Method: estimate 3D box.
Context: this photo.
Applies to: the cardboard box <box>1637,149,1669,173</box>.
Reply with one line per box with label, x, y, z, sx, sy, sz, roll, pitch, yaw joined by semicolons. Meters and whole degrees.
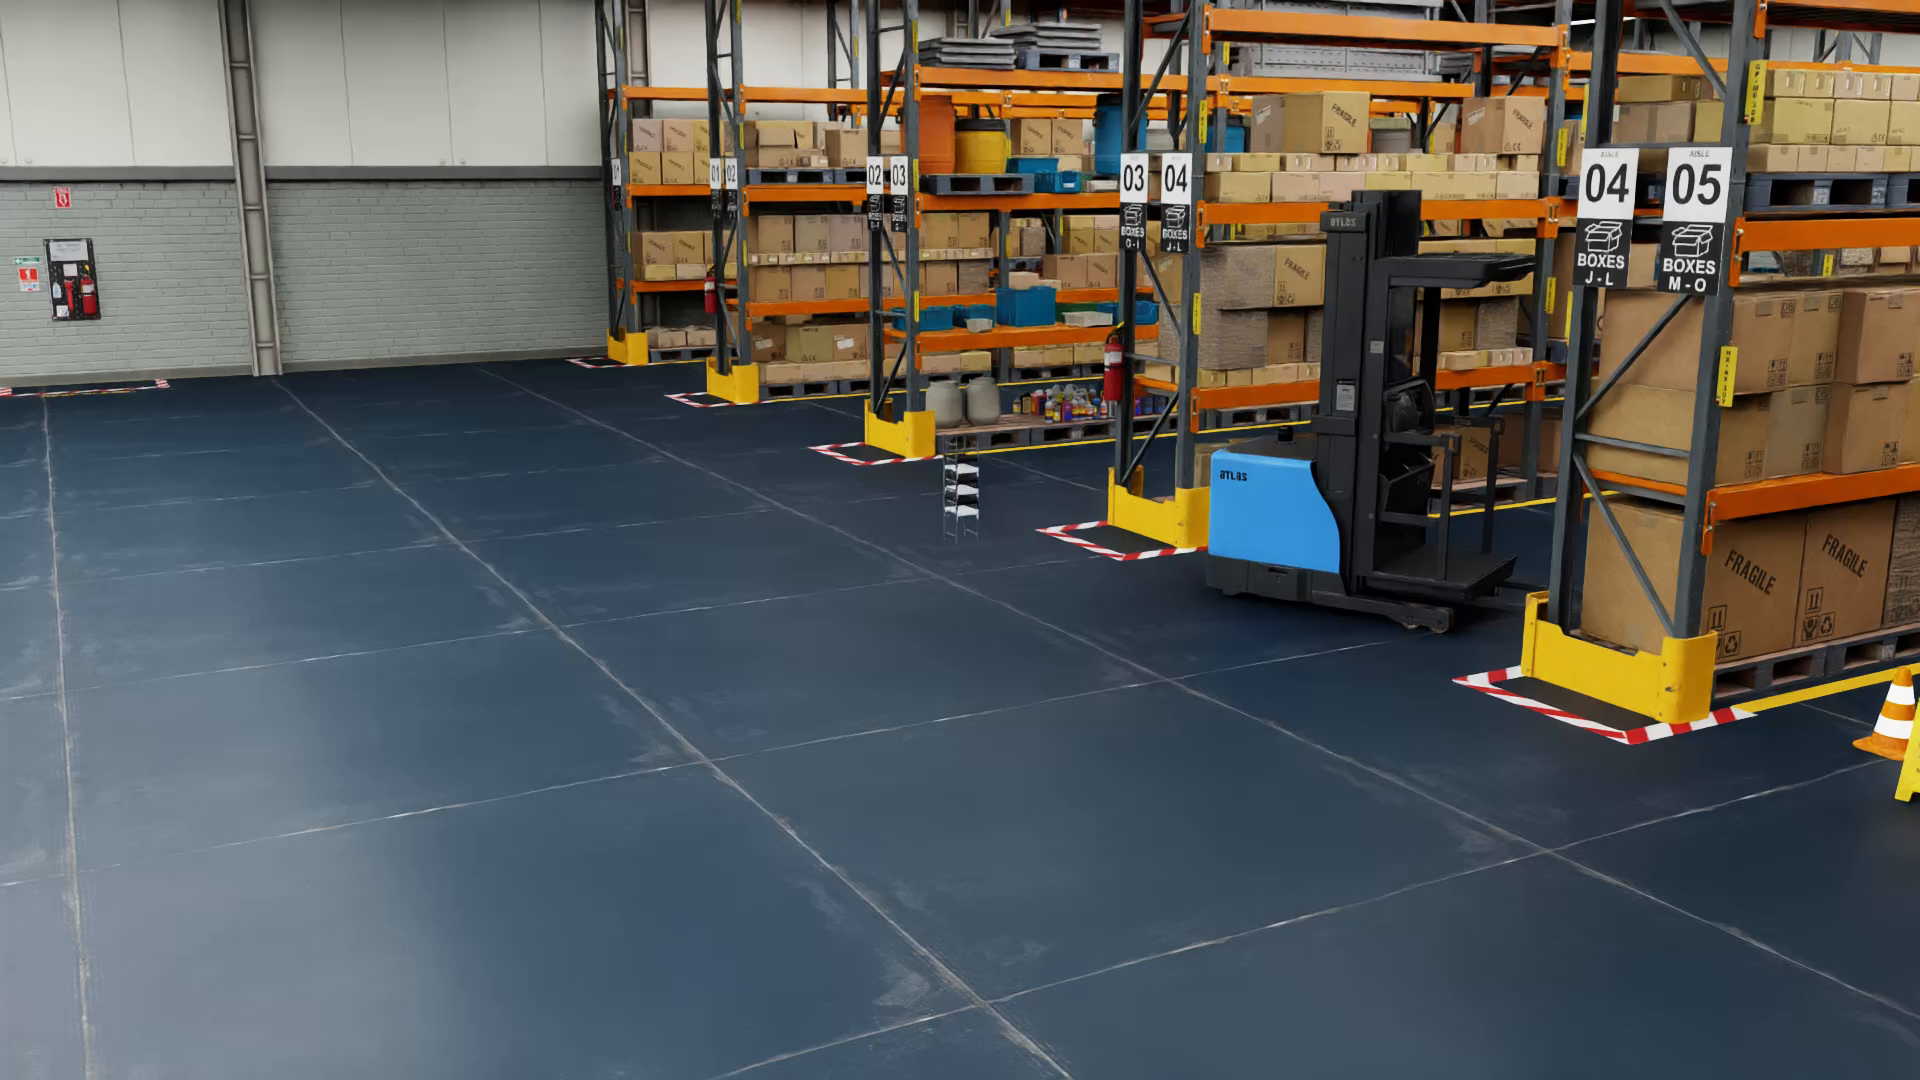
cardboard box;4.068;-2.238;9.777;0.250;0.149;0.380;-7;14;-28

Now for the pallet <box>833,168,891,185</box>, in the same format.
pallet;-1.387;-5.038;23.033;1.213;0.211;1.003;-7;14;-28

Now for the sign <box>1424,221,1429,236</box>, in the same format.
sign;7.710;-5.140;27.479;0.005;0.325;0.100;-7;14;-28

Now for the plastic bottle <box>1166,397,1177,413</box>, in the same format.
plastic bottle;2.525;-1.660;19.839;0.133;0.283;0.061;-6;14;-25

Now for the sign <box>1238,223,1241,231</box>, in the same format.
sign;5.332;-6.058;31.741;0.005;0.325;0.100;-7;14;-28

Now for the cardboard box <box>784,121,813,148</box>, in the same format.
cardboard box;-2.746;-6.639;27.394;0.500;0.500;0.500;-6;14;-25

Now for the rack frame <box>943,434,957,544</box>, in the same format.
rack frame;-0.082;-0.429;13.967;0.006;0.900;0.240;-7;14;-28

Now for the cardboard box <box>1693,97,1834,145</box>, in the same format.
cardboard box;4.486;-2.333;9.294;0.500;0.250;0.500;-7;14;-28

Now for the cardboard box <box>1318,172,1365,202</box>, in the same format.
cardboard box;3.084;-3.007;14.151;0.500;0.250;0.500;-7;14;-28

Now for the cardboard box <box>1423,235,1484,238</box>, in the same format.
cardboard box;4.645;-2.614;15.709;0.500;0.500;0.500;-7;14;-28

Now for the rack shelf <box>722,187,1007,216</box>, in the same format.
rack shelf;-1.337;-4.742;23.154;4.000;0.370;1.077;-7;14;-28

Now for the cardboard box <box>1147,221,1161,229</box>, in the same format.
cardboard box;3.428;-5.947;31.046;0.500;0.250;0.500;-7;15;-29

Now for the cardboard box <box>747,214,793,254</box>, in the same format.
cardboard box;-2.630;-4.153;22.548;0.500;0.500;0.700;-7;14;-28

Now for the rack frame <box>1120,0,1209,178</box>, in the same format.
rack frame;1.651;-4.436;13.326;0.127;3.000;1.000;-7;14;-28

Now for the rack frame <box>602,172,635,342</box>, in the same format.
rack frame;-5.469;-4.373;26.710;0.127;3.000;1.000;-7;14;-28

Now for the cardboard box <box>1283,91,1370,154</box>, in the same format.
cardboard box;3.084;-3.515;14.020;0.500;0.500;0.500;-7;14;-28

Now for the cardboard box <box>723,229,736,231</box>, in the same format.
cardboard box;-3.817;-4.926;27.752;0.500;0.500;0.500;-7;14;-27

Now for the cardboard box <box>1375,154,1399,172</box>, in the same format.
cardboard box;3.582;-3.274;14.428;0.250;0.149;0.380;-7;15;-30

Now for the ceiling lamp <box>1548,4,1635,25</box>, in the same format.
ceiling lamp;12.141;-11.627;31.982;0.800;3.185;2.000;-7;14;-28

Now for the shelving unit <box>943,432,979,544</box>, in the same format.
shelving unit;0.007;-0.440;14.014;0.210;0.900;0.258;-7;14;-28

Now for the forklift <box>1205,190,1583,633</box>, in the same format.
forklift;3.319;-0.930;11.568;3.031;2.935;1.130;9;15;33

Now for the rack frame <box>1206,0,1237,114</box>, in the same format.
rack frame;3.930;-7.187;25.551;0.127;3.000;1.000;-7;14;-28

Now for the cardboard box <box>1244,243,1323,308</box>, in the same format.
cardboard box;2.707;-2.248;14.083;0.500;0.500;0.500;-7;14;-28

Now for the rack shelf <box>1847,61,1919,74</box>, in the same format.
rack shelf;10.428;-4.942;18.124;4.000;0.370;1.077;-7;14;-28

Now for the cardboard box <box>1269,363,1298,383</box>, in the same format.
cardboard box;2.680;-1.447;14.281;0.250;0.149;0.380;-7;14;-28

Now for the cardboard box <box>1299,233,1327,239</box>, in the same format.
cardboard box;5.919;-4.737;27.143;0.500;0.500;0.700;-12;17;-42

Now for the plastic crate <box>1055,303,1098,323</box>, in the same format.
plastic crate;1.462;-2.693;19.727;0.662;0.188;0.450;-7;14;-28

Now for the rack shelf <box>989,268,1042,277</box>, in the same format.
rack shelf;-0.203;-4.654;29.594;4.000;0.370;1.077;-7;14;-28

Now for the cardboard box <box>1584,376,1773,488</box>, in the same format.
cardboard box;4.243;-0.664;9.886;0.550;0.550;0.875;-7;14;-28

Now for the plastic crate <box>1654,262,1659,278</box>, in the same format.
plastic crate;10.057;-3.863;24.341;0.575;0.384;0.392;-7;14;-28

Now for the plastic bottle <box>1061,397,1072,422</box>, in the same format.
plastic bottle;1.226;-1.505;19.147;0.133;0.283;0.061;-7;14;-27

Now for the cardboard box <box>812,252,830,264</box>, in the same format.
cardboard box;-1.972;-3.864;22.744;0.250;0.149;0.380;-7;14;-29

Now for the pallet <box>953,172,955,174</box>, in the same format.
pallet;-0.317;-5.165;23.599;1.213;0.211;1.003;-7;14;-28

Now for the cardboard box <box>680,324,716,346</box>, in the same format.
cardboard box;-4.318;-3.392;27.470;0.500;0.311;0.500;-6;14;-23

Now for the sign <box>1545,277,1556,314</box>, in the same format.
sign;5.429;-2.249;15.299;0.005;0.325;0.100;-7;14;-28

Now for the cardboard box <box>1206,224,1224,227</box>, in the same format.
cardboard box;4.776;-6.107;31.754;0.500;0.250;0.500;-6;14;-26

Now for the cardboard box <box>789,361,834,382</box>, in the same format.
cardboard box;-2.078;-2.349;23.023;0.500;0.250;0.500;-7;14;-28

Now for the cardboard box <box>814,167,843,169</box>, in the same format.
cardboard box;-2.285;-6.215;27.788;0.500;0.500;0.500;-6;14;-26

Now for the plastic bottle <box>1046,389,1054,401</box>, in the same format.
plastic bottle;1.036;-1.663;19.870;0.135;0.276;0.152;-7;15;-29

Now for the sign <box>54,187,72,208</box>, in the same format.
sign;-12.778;-4.879;23.678;0.199;0.298;0.001;-7;14;-28

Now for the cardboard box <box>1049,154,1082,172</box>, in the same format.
cardboard box;1.445;-5.556;24.520;0.500;0.250;0.500;-8;15;-33

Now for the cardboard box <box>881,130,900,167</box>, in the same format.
cardboard box;-1.087;-5.478;23.276;0.637;0.503;0.797;-5;14;-22

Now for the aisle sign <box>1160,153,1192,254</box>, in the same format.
aisle sign;1.740;-2.714;13.414;0.004;0.787;0.394;-7;14;-28

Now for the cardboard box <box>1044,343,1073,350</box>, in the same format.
cardboard box;1.343;-3.024;24.743;0.500;0.311;0.500;-7;14;-29

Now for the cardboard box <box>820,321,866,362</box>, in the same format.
cardboard box;-1.644;-2.770;23.184;0.500;0.500;0.500;-7;14;-28

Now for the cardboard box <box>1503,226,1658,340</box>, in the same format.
cardboard box;5.927;-2.485;15.994;1.000;1.000;1.000;-7;14;-27

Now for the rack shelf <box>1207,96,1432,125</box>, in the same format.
rack shelf;5.685;-6.852;26.609;4.000;0.370;1.077;-7;14;-28

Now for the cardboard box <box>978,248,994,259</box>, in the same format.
cardboard box;0.283;-4.135;23.947;0.250;0.149;0.380;-7;14;-28

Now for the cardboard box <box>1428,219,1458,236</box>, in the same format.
cardboard box;7.989;-5.213;27.938;0.500;0.500;0.500;-6;14;-26

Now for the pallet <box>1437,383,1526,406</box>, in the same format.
pallet;6.972;-2.036;22.676;1.213;0.211;1.003;-7;14;-28

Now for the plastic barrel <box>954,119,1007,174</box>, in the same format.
plastic barrel;0.218;-4.369;18.472;0.600;0.588;0.600;0;13;0

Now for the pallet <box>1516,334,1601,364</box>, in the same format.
pallet;5.903;-1.889;16.109;1.213;0.211;1.003;-7;14;-28

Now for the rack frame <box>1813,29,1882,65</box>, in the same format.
rack frame;13.322;-7.074;25.047;0.127;3.000;1.000;-7;14;-28
